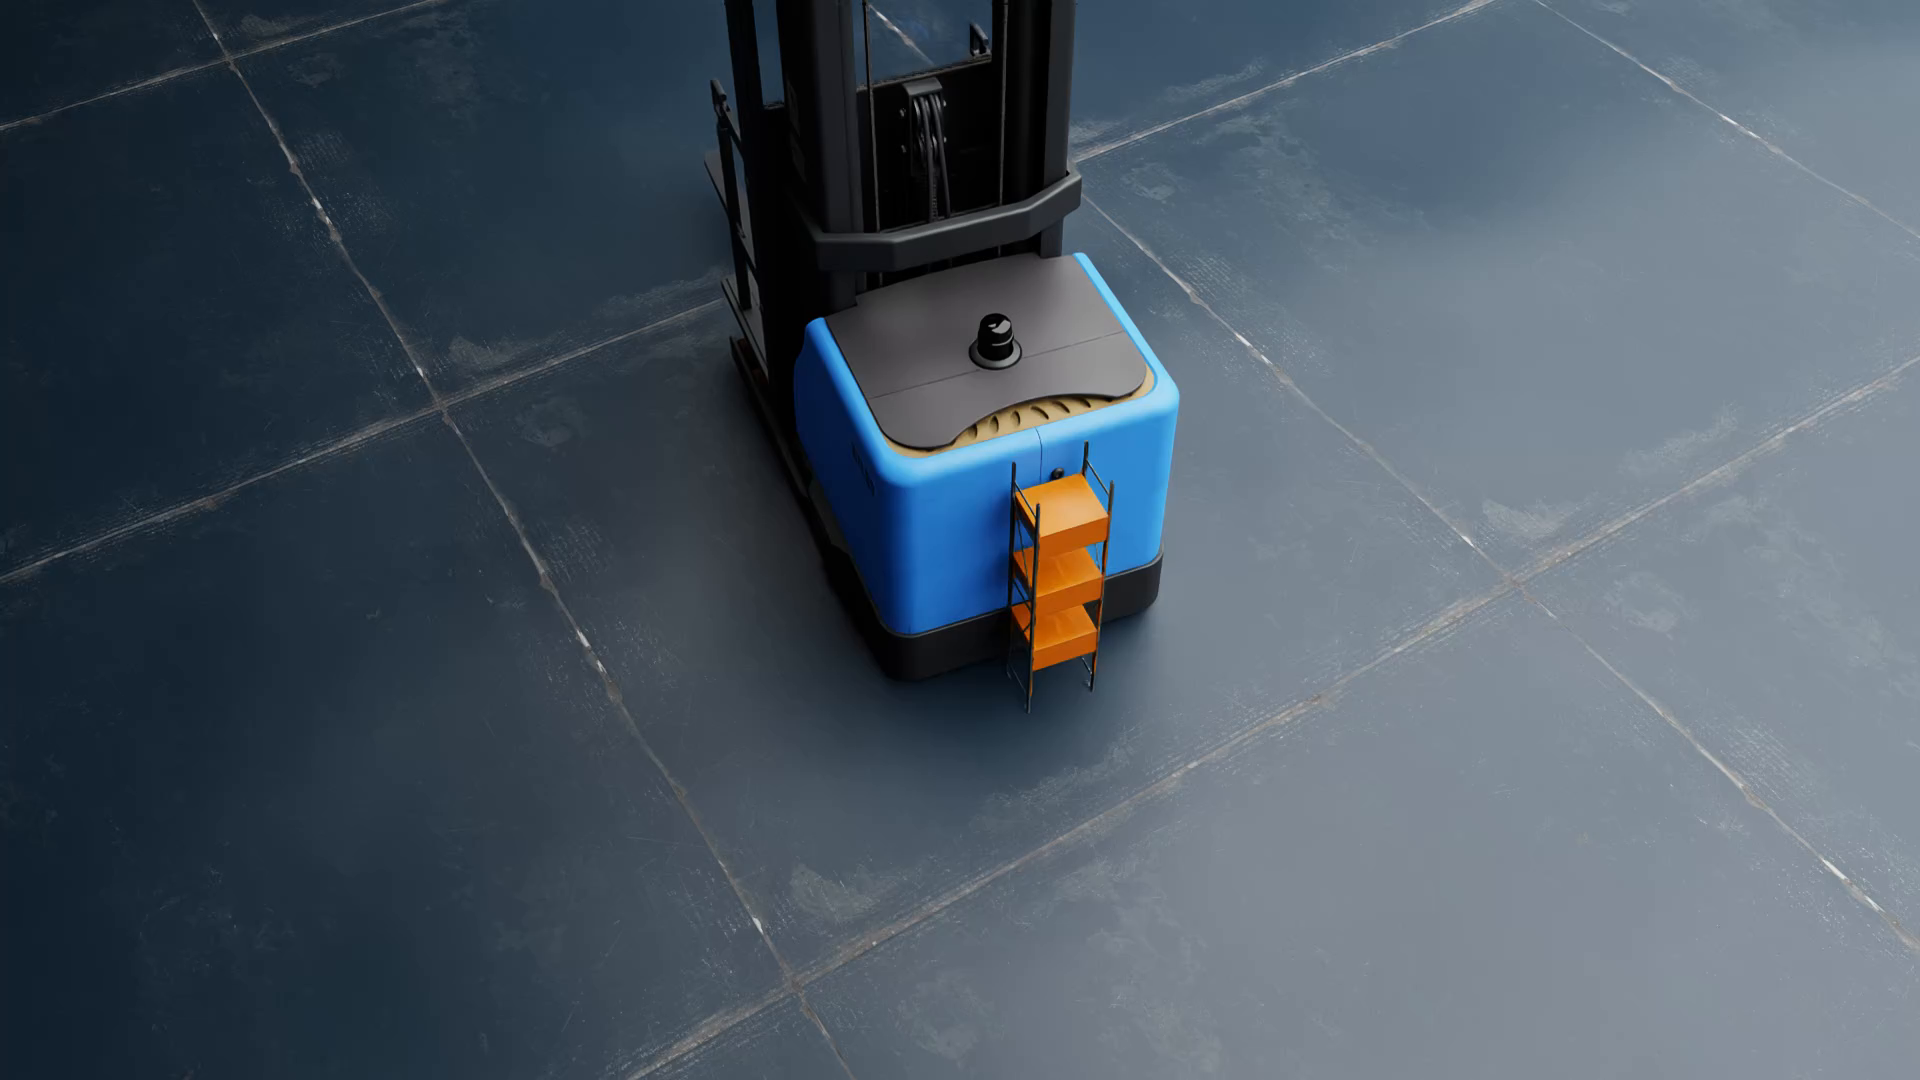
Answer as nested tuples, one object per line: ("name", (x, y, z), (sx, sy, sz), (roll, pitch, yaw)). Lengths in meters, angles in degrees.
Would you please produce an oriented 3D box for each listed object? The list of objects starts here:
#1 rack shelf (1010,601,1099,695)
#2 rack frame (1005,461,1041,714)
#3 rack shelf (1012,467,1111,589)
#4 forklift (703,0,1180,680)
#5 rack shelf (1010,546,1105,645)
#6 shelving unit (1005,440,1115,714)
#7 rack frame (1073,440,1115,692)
("rack shelf", (0.312, 0.337, 5.633), (0.240, 0.259, 0.215), (-17, 50, -15))
("rack frame", (0.199, 0.179, 5.387), (0.008, 1.050, 0.200), (-17, 50, -15))
("rack shelf", (0.312, -0.037, 5.214), (0.240, 0.259, 0.215), (-17, 50, -15))
("forklift", (-0.293, -1.615, 5.726), (1.130, 2.935, 3.031), (-16, 50, -14))
("rack shelf", (0.312, 0.152, 5.426), (0.240, 0.259, 0.215), (-17, 50, -15))
("shelving unit", (0.312, 0.145, 5.418), (0.252, 1.050, 0.215), (-17, 50, -15))
("rack frame", (0.425, 0.111, 5.448), (0.008, 1.050, 0.200), (-17, 50, -15))
